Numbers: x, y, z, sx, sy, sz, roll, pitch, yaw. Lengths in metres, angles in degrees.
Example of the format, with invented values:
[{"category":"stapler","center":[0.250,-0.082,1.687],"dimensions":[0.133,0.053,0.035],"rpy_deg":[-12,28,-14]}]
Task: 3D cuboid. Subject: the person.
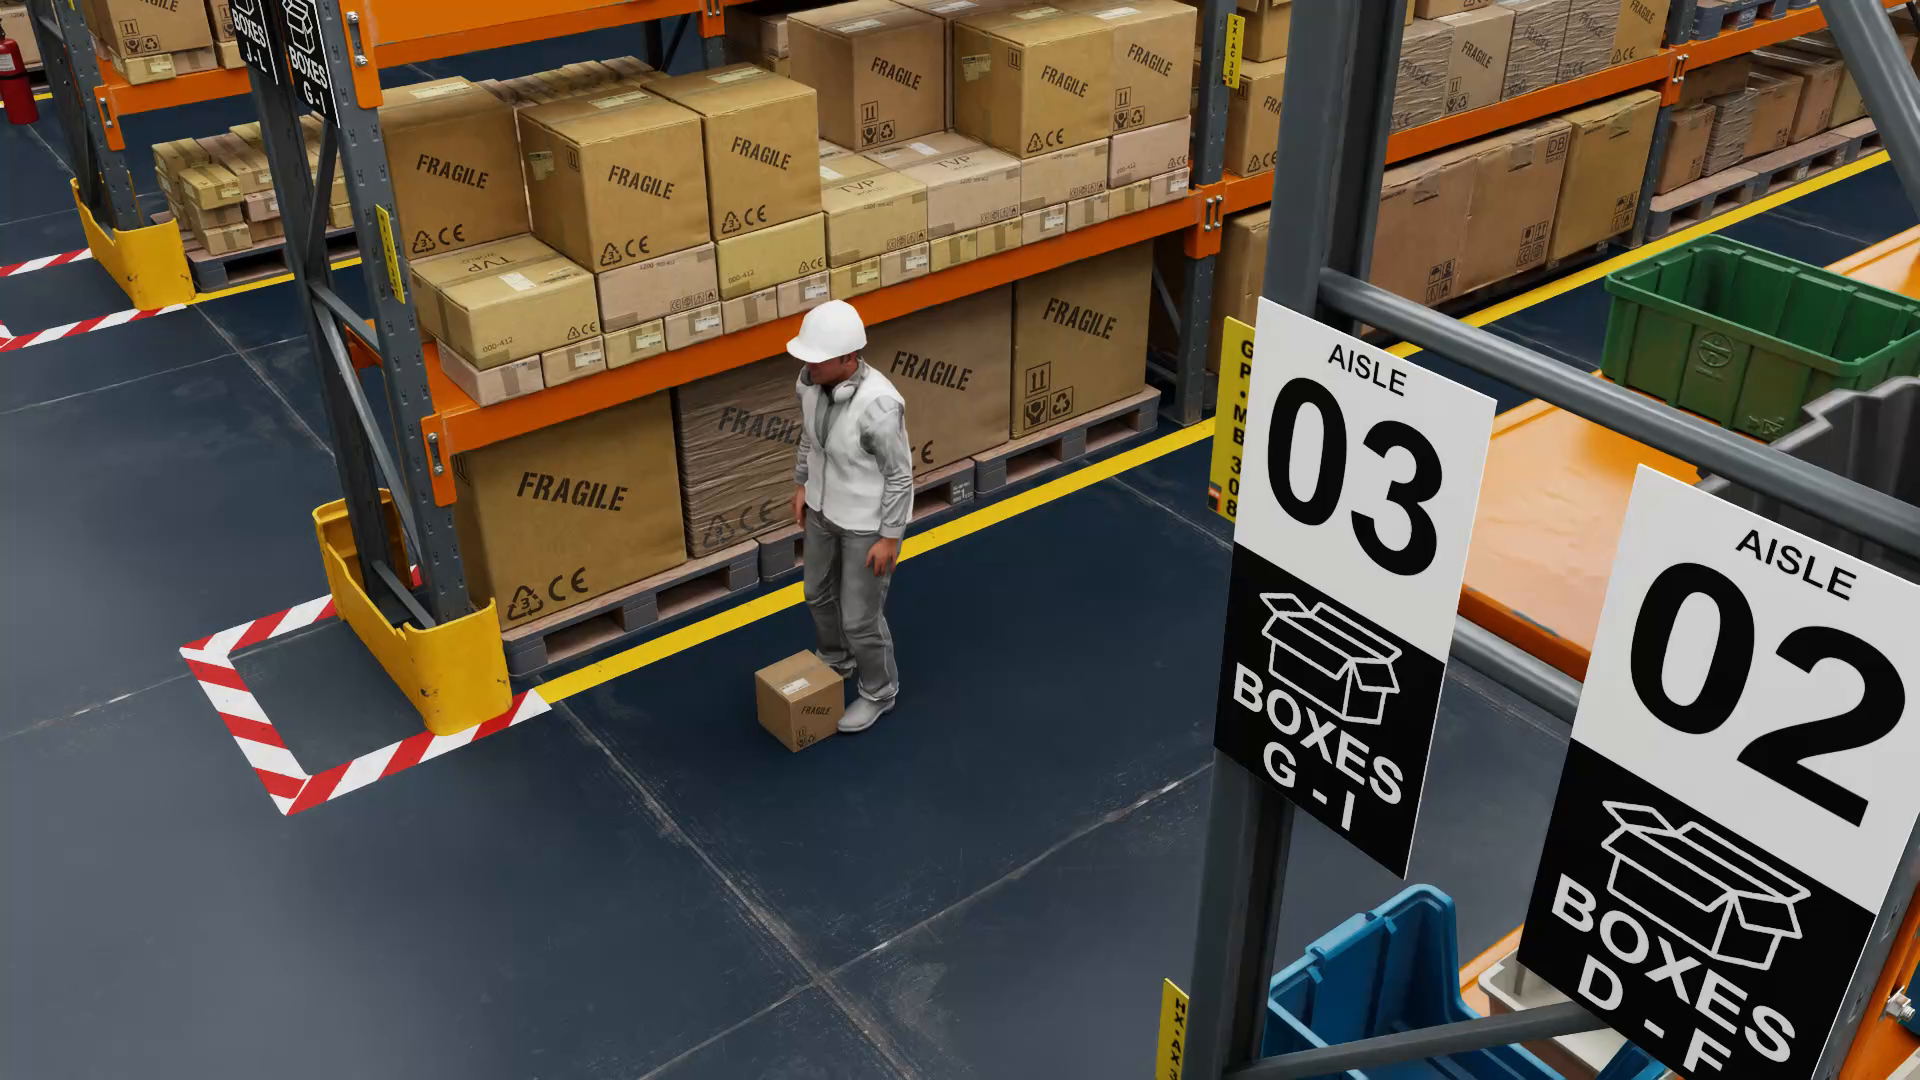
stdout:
[{"category":"person","center":[-0.432,-0.101,6.273],"dimensions":[0.464,1.771,0.581],"rpy_deg":[-23,38,-32]}]
